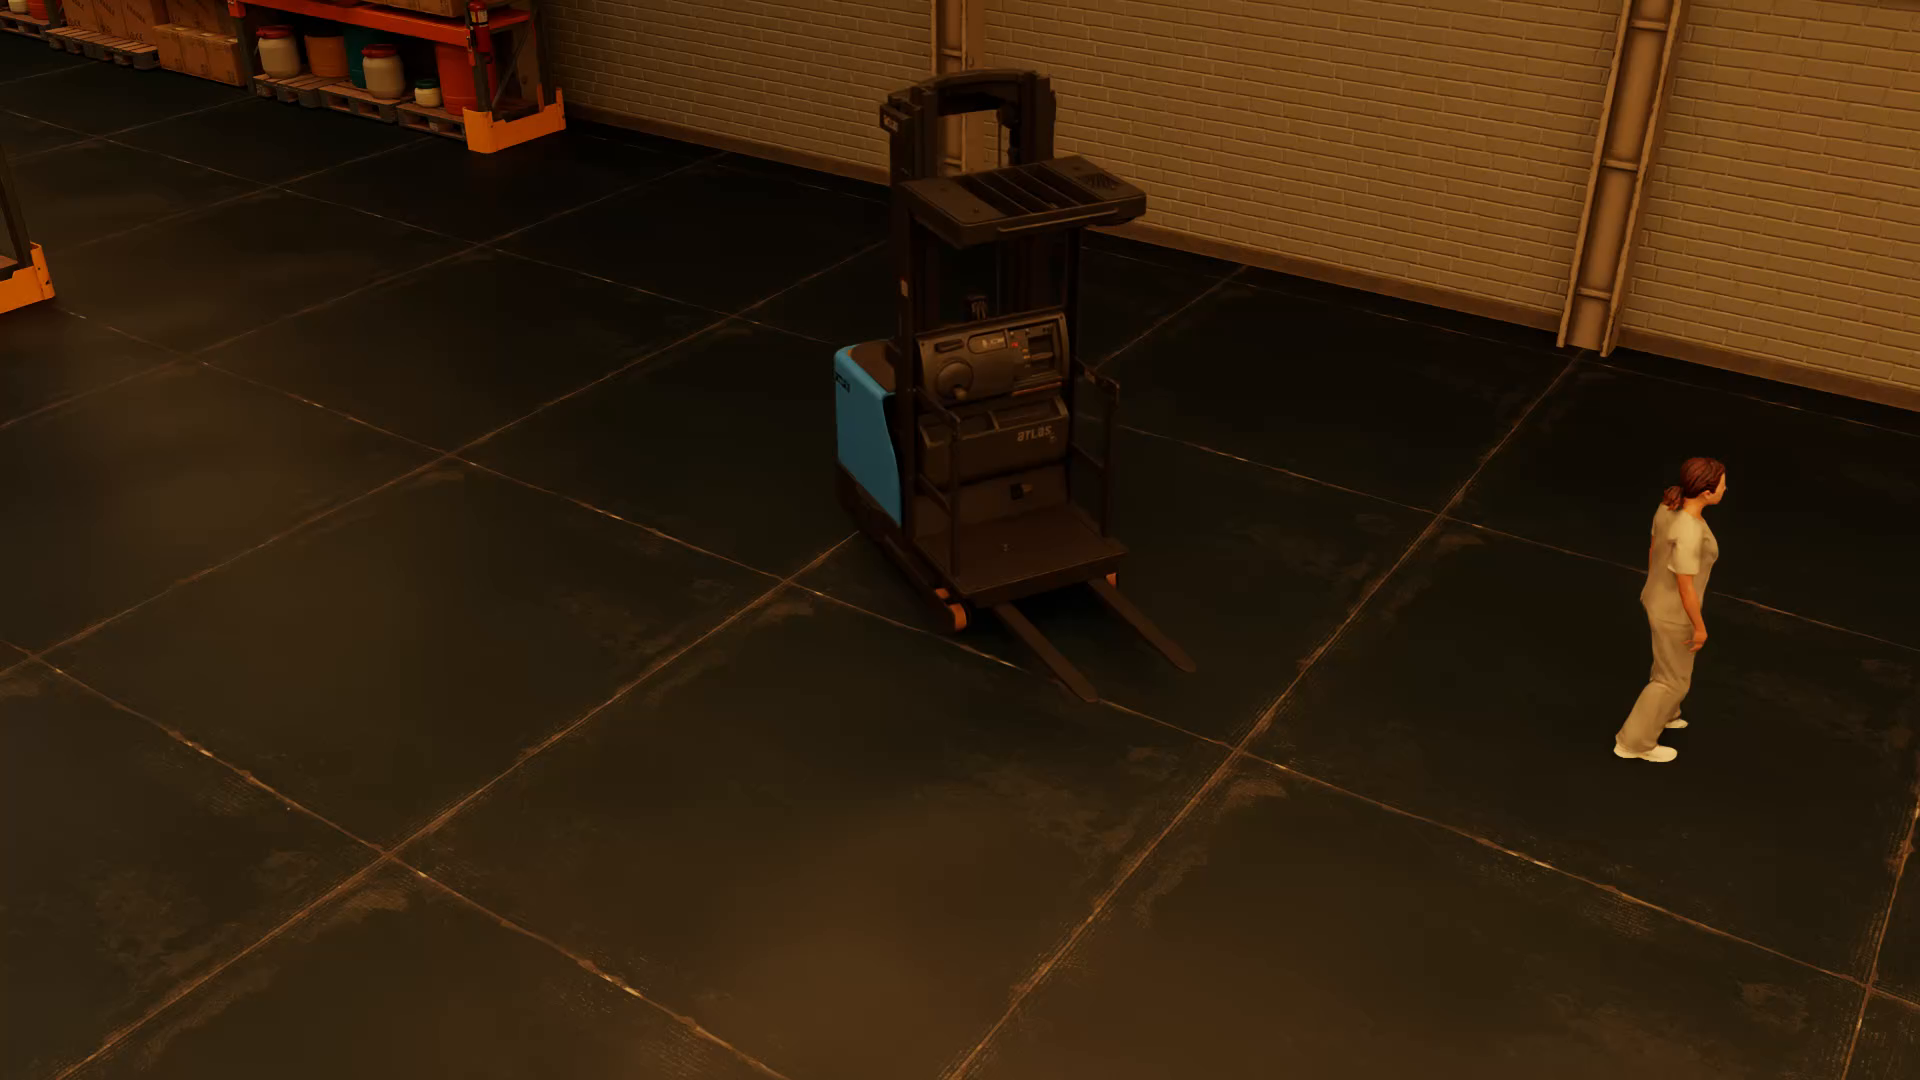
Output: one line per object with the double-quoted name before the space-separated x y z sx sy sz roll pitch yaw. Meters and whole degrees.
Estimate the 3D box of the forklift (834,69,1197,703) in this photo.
"forklift" 0.296 -0.989 9.285 1.130 2.935 3.031 -14 33 -23

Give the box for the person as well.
"person" 3.604 0.365 8.263 0.506 1.702 0.522 3 30 6
